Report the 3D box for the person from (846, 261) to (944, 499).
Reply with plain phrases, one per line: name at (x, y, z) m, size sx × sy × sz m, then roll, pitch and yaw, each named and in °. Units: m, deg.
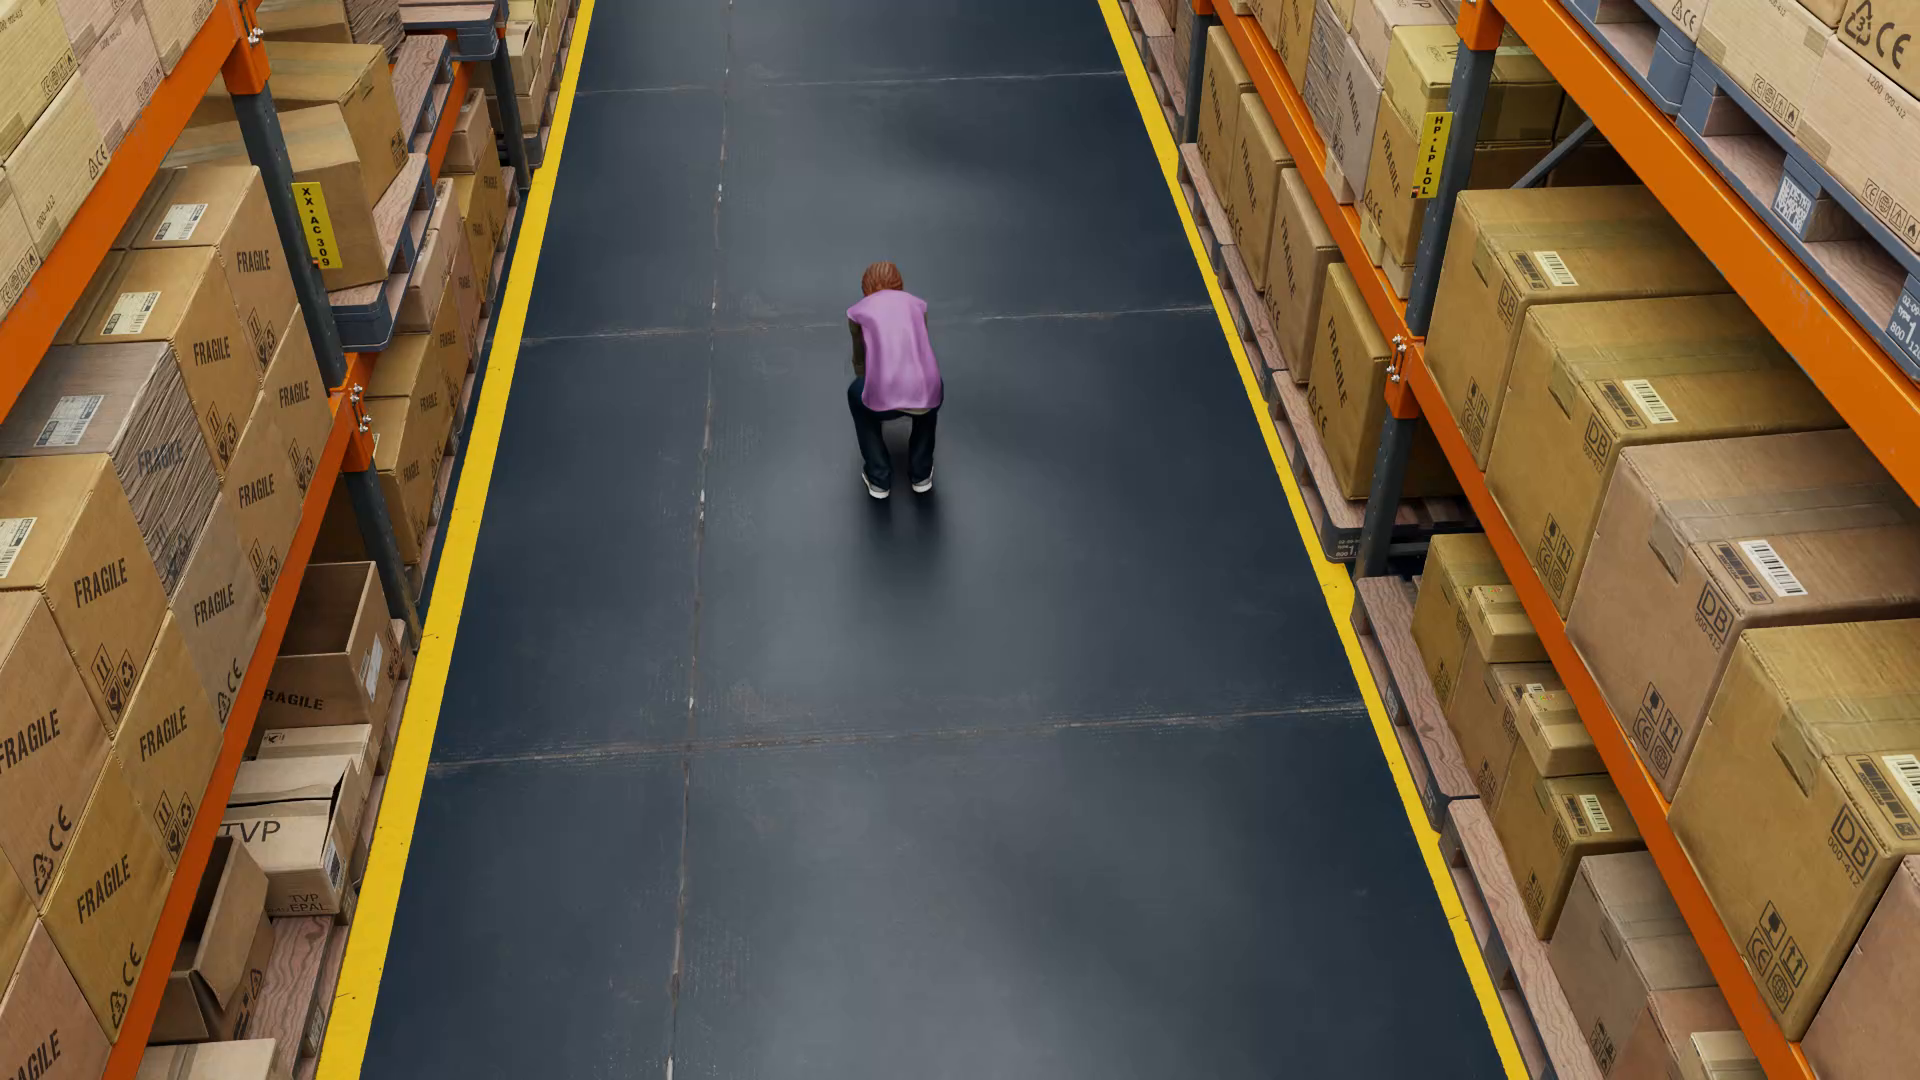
person at (-0.297, -0.694, 7.545) m, size 0.428 × 0.904 × 0.853 m, roll -5°, pitch 40°, yaw -6°
